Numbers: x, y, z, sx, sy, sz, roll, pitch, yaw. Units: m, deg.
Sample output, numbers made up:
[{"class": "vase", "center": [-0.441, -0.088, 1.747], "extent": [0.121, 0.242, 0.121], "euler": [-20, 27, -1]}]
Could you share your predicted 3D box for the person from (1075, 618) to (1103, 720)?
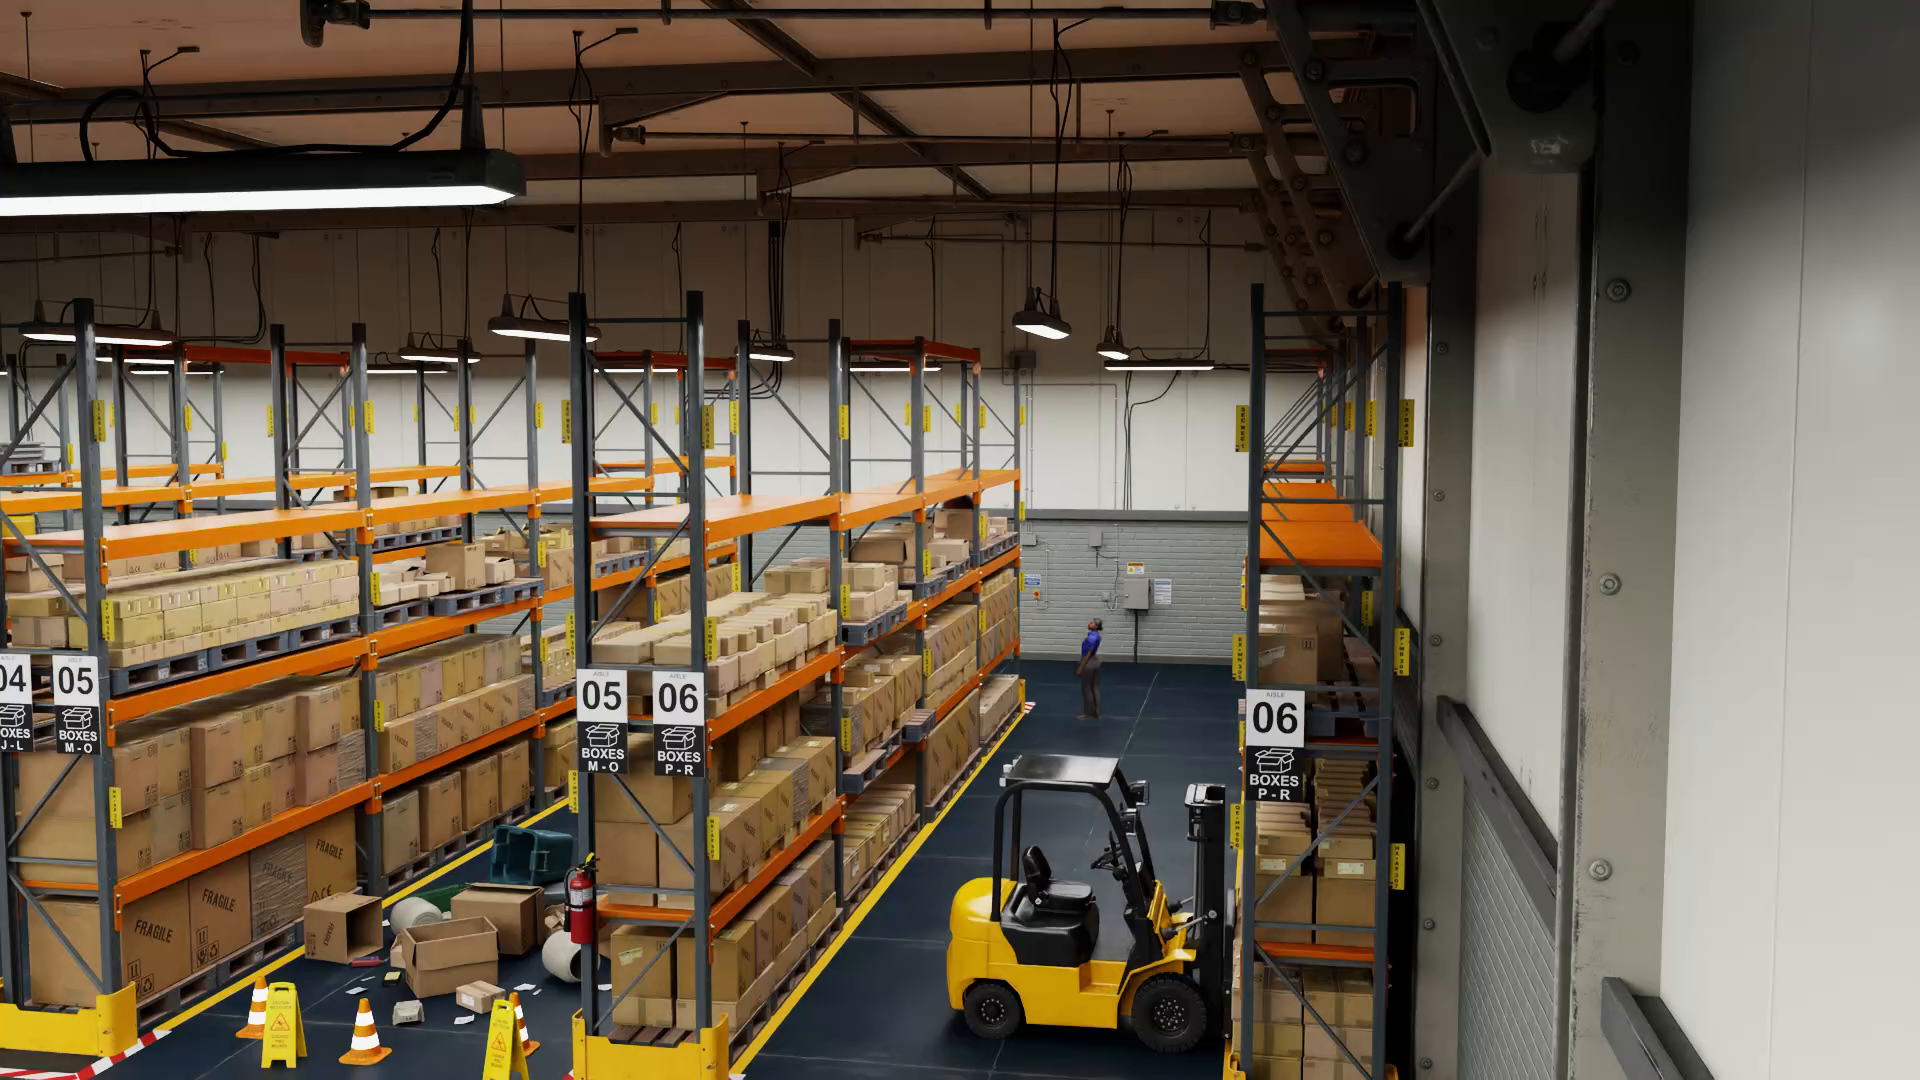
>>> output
[{"class": "person", "center": [2.080, 2.120, 26.740], "extent": [0.378, 1.561, 0.530], "euler": [3, 6, 37]}]
